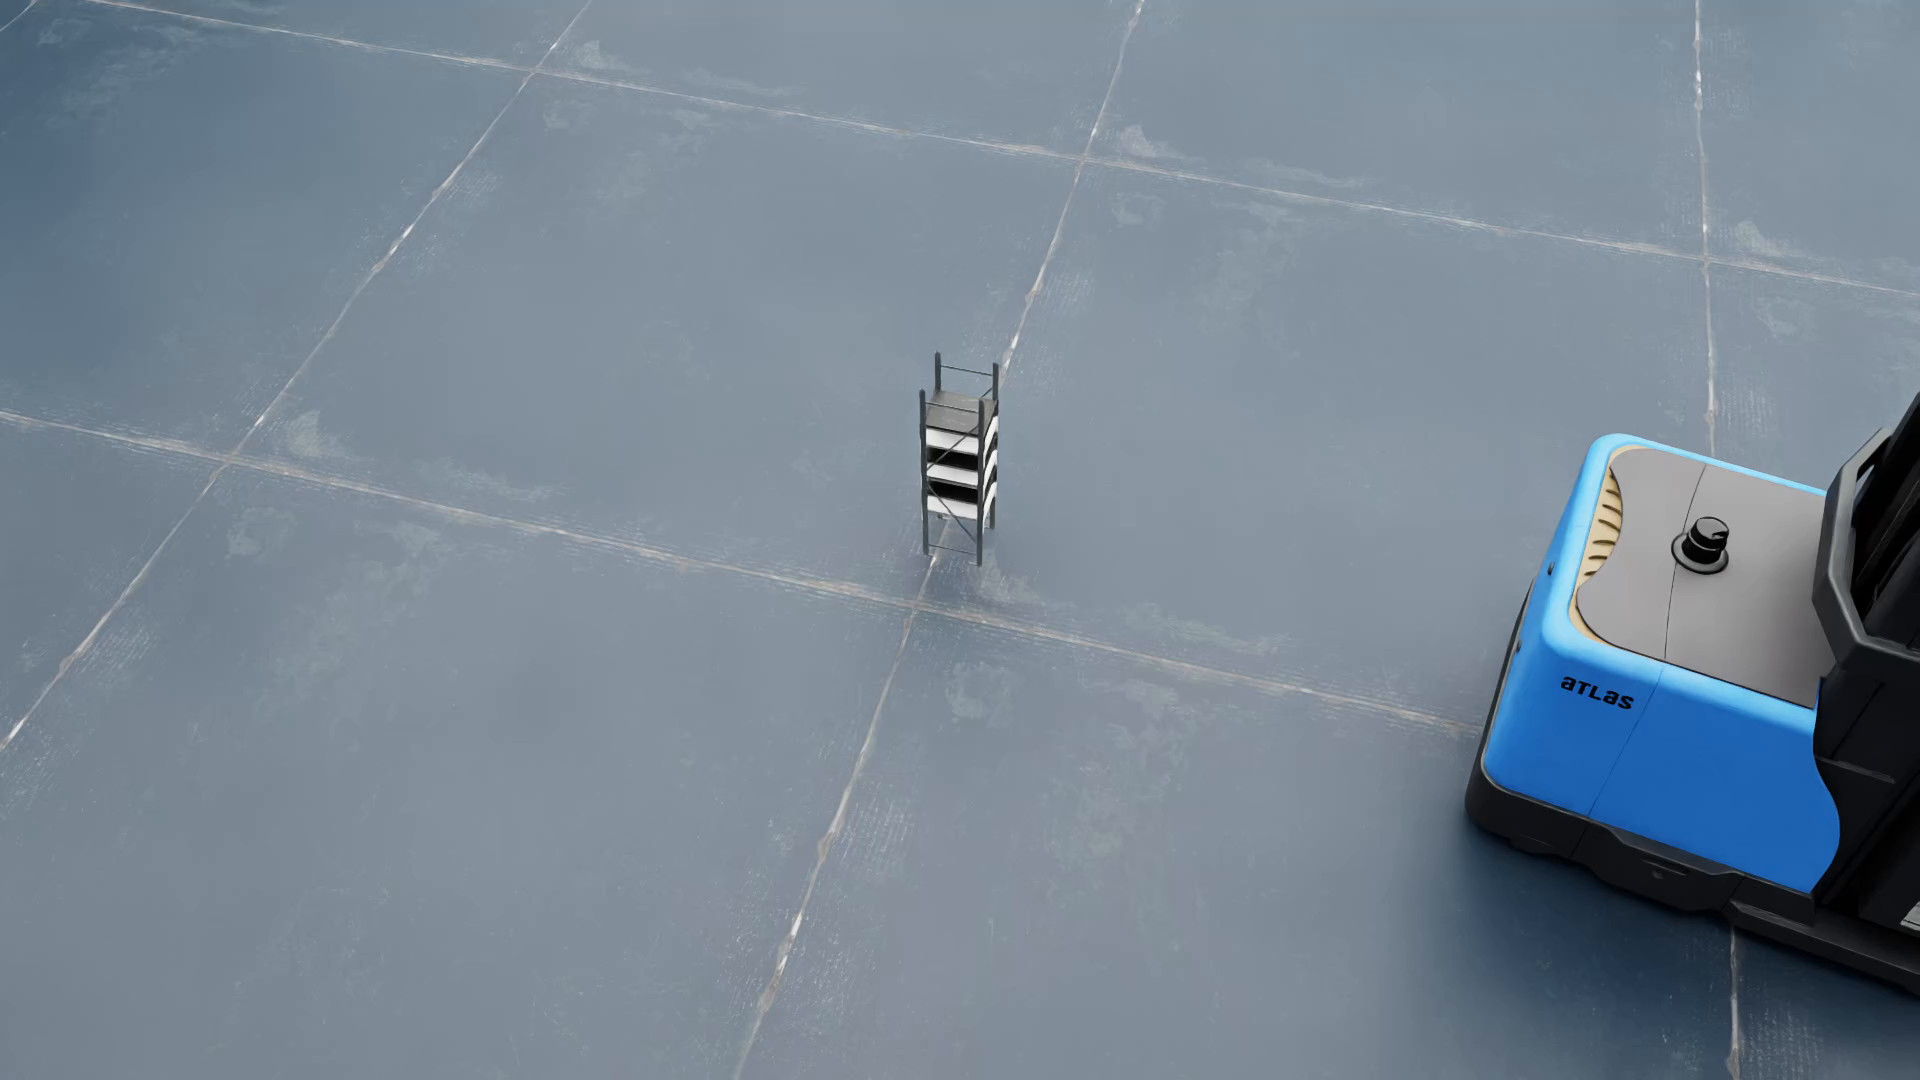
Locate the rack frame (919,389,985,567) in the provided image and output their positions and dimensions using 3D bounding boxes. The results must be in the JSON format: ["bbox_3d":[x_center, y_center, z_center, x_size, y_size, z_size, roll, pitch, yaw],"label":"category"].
[{"bbox_3d":[-0.029,-0.218,6.261,0.240,0.900,0.006,12,50,10],"label":"rack frame"}]

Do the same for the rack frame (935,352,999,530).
[{"bbox_3d":[0.025,-0.365,6.391,0.240,0.900,0.006,12,50,10],"label":"rack frame"}]

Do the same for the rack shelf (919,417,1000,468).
[{"bbox_3d":[-0.002,-0.389,6.216,0.258,0.077,0.200,12,50,10],"label":"rack shelf"}]

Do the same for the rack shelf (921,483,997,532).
[{"bbox_3d":[-0.002,-0.151,6.486,0.258,0.077,0.200,12,50,10],"label":"rack shelf"}]

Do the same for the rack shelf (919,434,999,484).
[{"bbox_3d":[-0.002,-0.329,6.284,0.258,0.077,0.200,12,50,10],"label":"rack shelf"}]

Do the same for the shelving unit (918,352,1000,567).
[{"bbox_3d":[-0.002,-0.292,6.326,0.258,0.900,0.210,12,50,10],"label":"shelving unit"}]

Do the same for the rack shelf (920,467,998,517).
[{"bbox_3d":[-0.002,-0.210,6.419,0.258,0.077,0.200,12,50,10],"label":"rack shelf"}]

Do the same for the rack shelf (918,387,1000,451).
[{"bbox_3d":[-0.002,-0.449,6.149,0.258,0.077,0.200,12,50,10],"label":"rack shelf"}]

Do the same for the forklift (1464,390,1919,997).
[{"bbox_3d":[3.311,0.147,4.584,3.031,2.935,1.130,19,51,16],"label":"forklift"}]

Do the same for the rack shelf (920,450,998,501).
[{"bbox_3d":[-0.002,-0.270,6.351,0.258,0.077,0.200,12,50,10],"label":"rack shelf"}]
